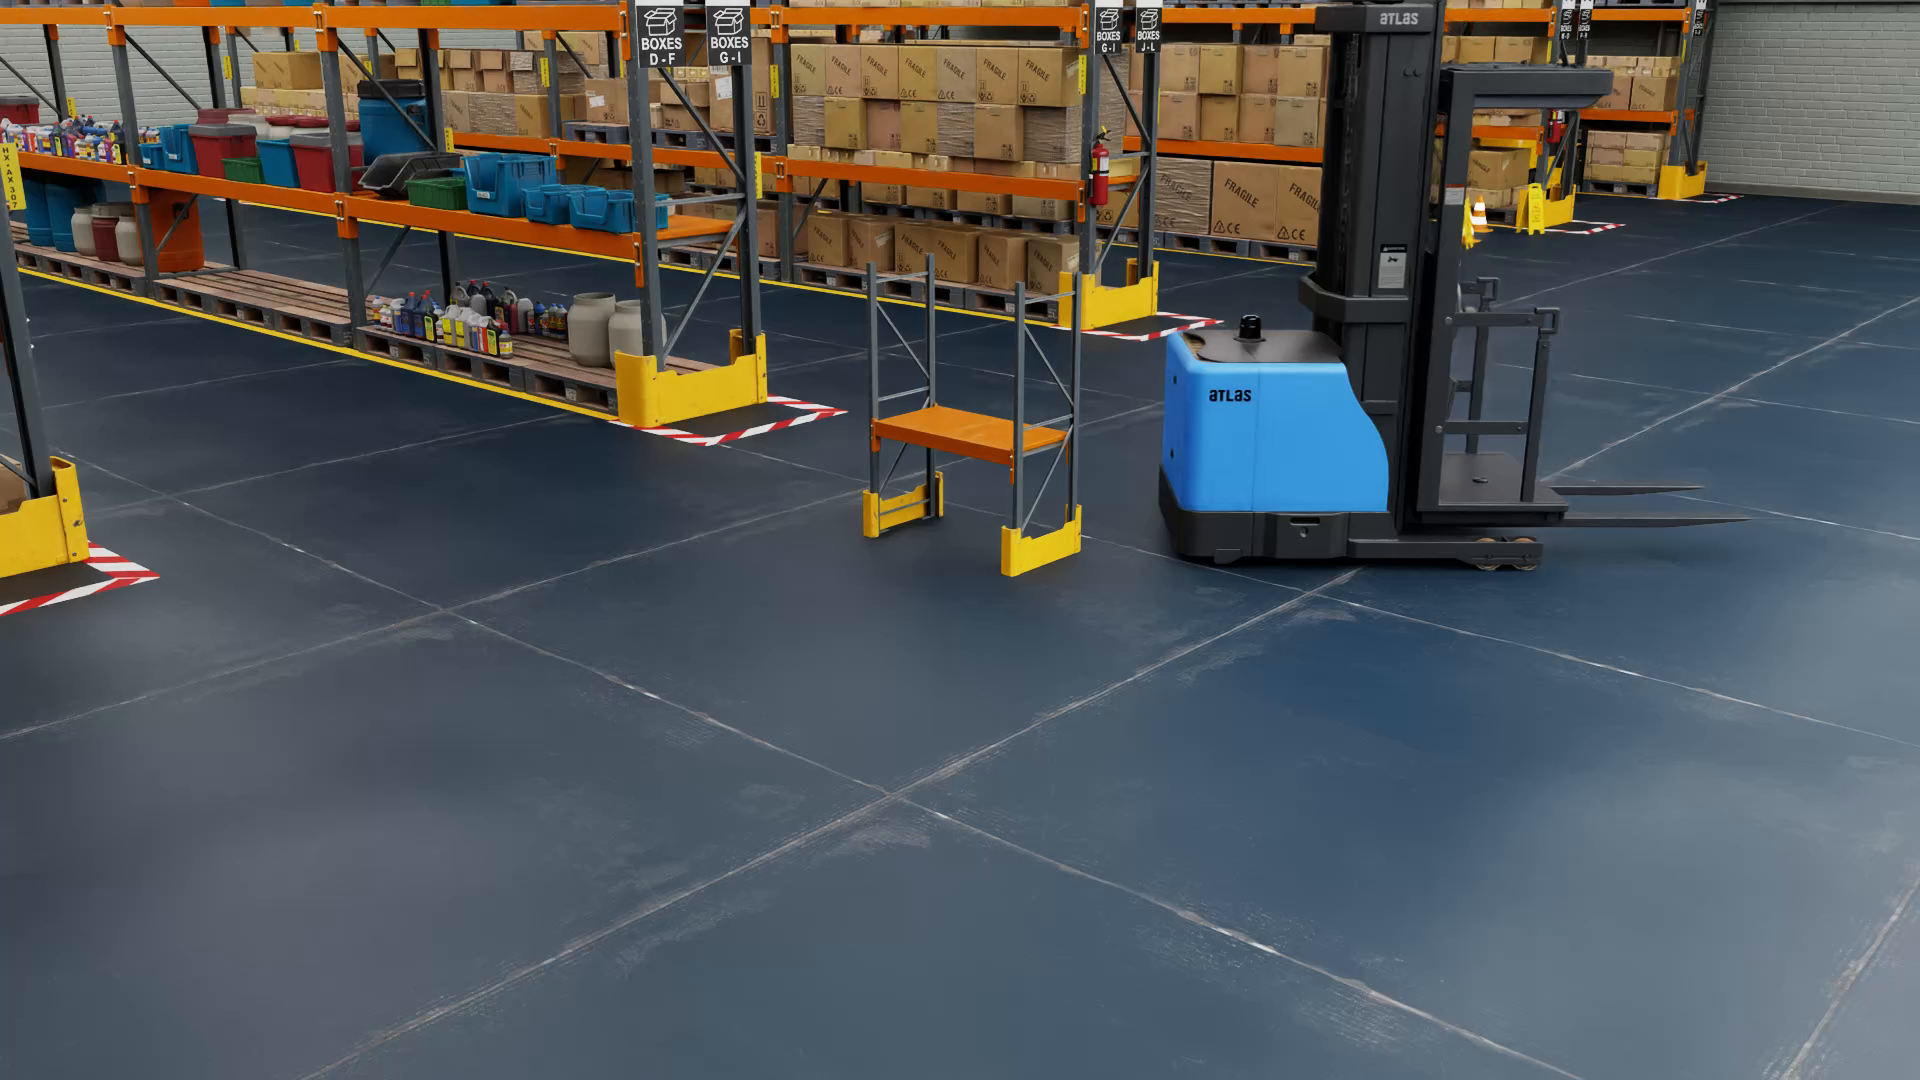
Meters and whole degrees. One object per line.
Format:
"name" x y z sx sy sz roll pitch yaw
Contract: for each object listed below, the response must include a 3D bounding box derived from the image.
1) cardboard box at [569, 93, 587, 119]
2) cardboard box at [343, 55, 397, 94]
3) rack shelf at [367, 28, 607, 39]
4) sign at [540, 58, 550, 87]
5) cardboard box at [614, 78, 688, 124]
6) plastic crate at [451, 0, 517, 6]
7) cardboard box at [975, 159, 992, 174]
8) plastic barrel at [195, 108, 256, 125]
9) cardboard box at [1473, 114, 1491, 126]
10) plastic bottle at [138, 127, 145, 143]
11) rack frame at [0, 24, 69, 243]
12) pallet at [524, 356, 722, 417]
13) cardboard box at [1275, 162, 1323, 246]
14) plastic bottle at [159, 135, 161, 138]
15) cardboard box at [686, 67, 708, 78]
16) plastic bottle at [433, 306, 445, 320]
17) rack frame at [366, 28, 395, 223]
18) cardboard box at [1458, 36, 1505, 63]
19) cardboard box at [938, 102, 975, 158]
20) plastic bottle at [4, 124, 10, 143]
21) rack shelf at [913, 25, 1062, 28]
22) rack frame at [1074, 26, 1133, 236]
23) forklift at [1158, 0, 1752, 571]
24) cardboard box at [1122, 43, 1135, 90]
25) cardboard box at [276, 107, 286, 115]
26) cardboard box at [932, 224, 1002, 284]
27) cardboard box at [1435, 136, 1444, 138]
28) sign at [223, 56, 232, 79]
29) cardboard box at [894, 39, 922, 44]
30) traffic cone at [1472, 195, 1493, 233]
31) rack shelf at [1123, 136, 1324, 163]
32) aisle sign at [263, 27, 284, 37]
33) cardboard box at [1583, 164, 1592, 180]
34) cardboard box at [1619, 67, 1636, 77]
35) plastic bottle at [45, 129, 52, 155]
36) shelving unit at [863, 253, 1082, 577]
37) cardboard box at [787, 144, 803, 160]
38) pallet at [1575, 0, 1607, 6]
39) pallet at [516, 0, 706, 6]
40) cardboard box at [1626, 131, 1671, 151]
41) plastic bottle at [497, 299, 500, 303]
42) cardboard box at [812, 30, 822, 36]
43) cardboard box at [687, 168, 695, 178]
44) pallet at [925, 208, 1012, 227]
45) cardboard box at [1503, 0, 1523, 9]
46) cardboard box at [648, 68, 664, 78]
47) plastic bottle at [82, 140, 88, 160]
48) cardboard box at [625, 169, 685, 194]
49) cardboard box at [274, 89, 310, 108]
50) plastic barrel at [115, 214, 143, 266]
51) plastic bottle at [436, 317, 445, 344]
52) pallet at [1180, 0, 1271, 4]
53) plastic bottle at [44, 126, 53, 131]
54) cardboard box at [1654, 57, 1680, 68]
"cardboard box" -4.714 -5.297 20.680 0.500 0.500 0.500 16 24 41
"cardboard box" -8.044 -6.353 22.688 0.500 0.500 0.500 16 24 41
"rack shelf" -6.026 -6.579 21.114 4.000 0.370 1.077 15 23 39
"sign" -4.897 -5.516 19.620 0.005 0.325 0.100 15 23 39
"cardboard box" -3.616 -5.150 19.520 0.700 0.500 0.500 -14 22 -38
"plastic crate" -3.461 -4.101 12.141 0.575 0.384 0.392 15 23 39
"cardboard box" 0.359 -3.577 15.840 0.250 0.149 0.380 15 23 39
"plastic barrel" -7.270 -4.010 16.564 0.708 0.536 0.600 15 23 39
"cardboard box" 7.169 -5.715 22.578 0.250 0.149 0.380 15 23 38
"plastic bottle" -8.860 -4.330 18.010 0.097 0.271 0.097 0 18 0
"rack frame" -10.810 -4.773 19.193 0.127 3.000 1.000 15 23 39
"pallet" -2.527 -1.204 12.555 1.213 0.211 1.003 15 23 39
"cardboard box" 4.270 -3.895 19.244 0.875 0.875 0.875 15 23 40
"plastic bottle" -8.382 -4.177 17.528 0.097 0.271 0.097 0 18 0
"cardboard box" -3.952 -7.122 25.331 0.250 0.149 0.380 16 24 41
"plastic bottle" -4.222 -1.761 13.485 0.097 0.271 0.097 0 18 0
"rack frame" -7.522 -5.894 22.724 0.127 3.000 1.000 15 23 39
"cardboard box" 7.130 -6.549 22.478 0.500 0.500 0.700 15 23 40
"cardboard box" 0.261 -3.974 16.017 0.500 0.500 0.875 15 23 39
"plastic bottle" -10.548 -4.476 18.470 0.097 0.271 0.097 0 18 0
"rack shelf" 0.852 -10.748 34.250 4.000 0.370 1.077 15 23 39
"rack frame" 1.829 -5.389 21.135 0.127 3.000 1.000 15 23 39
"forklift" 2.647 -1.400 8.678 3.031 2.935 1.130 0 18 0
"cardboard box" 2.082 -5.894 20.691 0.550 0.550 0.875 15 23 39
"cardboard box" -9.698 -6.225 24.184 0.250 0.149 0.380 14 23 38
"cardboard box" 0.072 -2.864 16.617 0.500 0.500 0.500 -16 23 -41
"cardboard box" 6.558 -5.547 23.172 0.250 0.149 0.380 16 24 42
"sign" -10.887 -7.023 24.720 0.005 0.325 0.100 15 23 39
"cardboard box" -0.806 -8.507 29.139 0.500 0.500 0.500 15 23 40
"traffic cone" 6.853 -4.312 21.933 0.334 0.463 0.336 15 23 39
"rack shelf" 3.325 -4.645 19.978 4.000 0.370 1.077 15 23 39
"aisle sign" -10.369 -8.018 25.121 0.004 0.787 0.394 15 23 39
"cardboard box" 10.028 -5.967 26.807 0.500 0.250 0.500 15 23 40
"cardboard box" 10.513 -7.324 25.992 0.250 0.149 0.380 16 23 40
"plastic bottle" -9.709 -4.251 17.761 0.097 0.271 0.097 0 18 0
"shelving unit" 0.057 -0.700 8.837 1.083 1.500 0.587 15 23 39
"cardboard box" -1.578 -4.057 17.350 0.250 0.149 0.380 15 23 39
"pallet" 9.894 -8.631 26.535 1.213 0.211 1.003 15 23 39
"pallet" -2.389 -3.892 11.769 1.213 0.211 1.003 15 23 39
"cardboard box" 10.771 -6.238 26.008 0.500 0.250 0.500 16 24 41
"plastic bottle" -3.860 -1.956 14.079 0.061 0.283 0.133 -17 24 -42
"cardboard box" -2.494 -9.276 30.491 0.250 0.149 0.380 15 23 39
"cardboard box" -4.214 -5.983 27.023 0.250 0.149 0.380 14 22 37
"pallet" 0.285 -4.443 22.763 1.213 0.211 1.003 15 23 39
"cardboard box" 7.371 -7.087 21.941 0.250 0.149 0.380 15 23 40
"cardboard box" -4.704 -7.218 26.240 0.500 0.500 0.500 15 23 39
"plastic bottle" -9.015 -4.031 17.184 0.097 0.201 0.097 0 18 0
"cardboard box" -3.606 -4.234 19.661 0.500 0.250 0.500 -15 23 -40
"cardboard box" -9.568 -6.405 24.092 0.500 0.250 0.500 14 22 37
"plastic barrel" -8.677 -3.172 17.566 0.421 0.512 0.421 0 18 0
"plastic bottle" -4.161 -1.687 13.367 0.097 0.201 0.097 0 18 0
"pallet" 3.342 -6.365 19.397 1.213 0.211 1.003 15 23 39
"plastic bottle" -9.923 -4.383 18.170 0.135 0.276 0.152 15 23 39
"cardboard box" 10.915 -7.373 25.656 0.250 0.149 0.380 15 23 39
